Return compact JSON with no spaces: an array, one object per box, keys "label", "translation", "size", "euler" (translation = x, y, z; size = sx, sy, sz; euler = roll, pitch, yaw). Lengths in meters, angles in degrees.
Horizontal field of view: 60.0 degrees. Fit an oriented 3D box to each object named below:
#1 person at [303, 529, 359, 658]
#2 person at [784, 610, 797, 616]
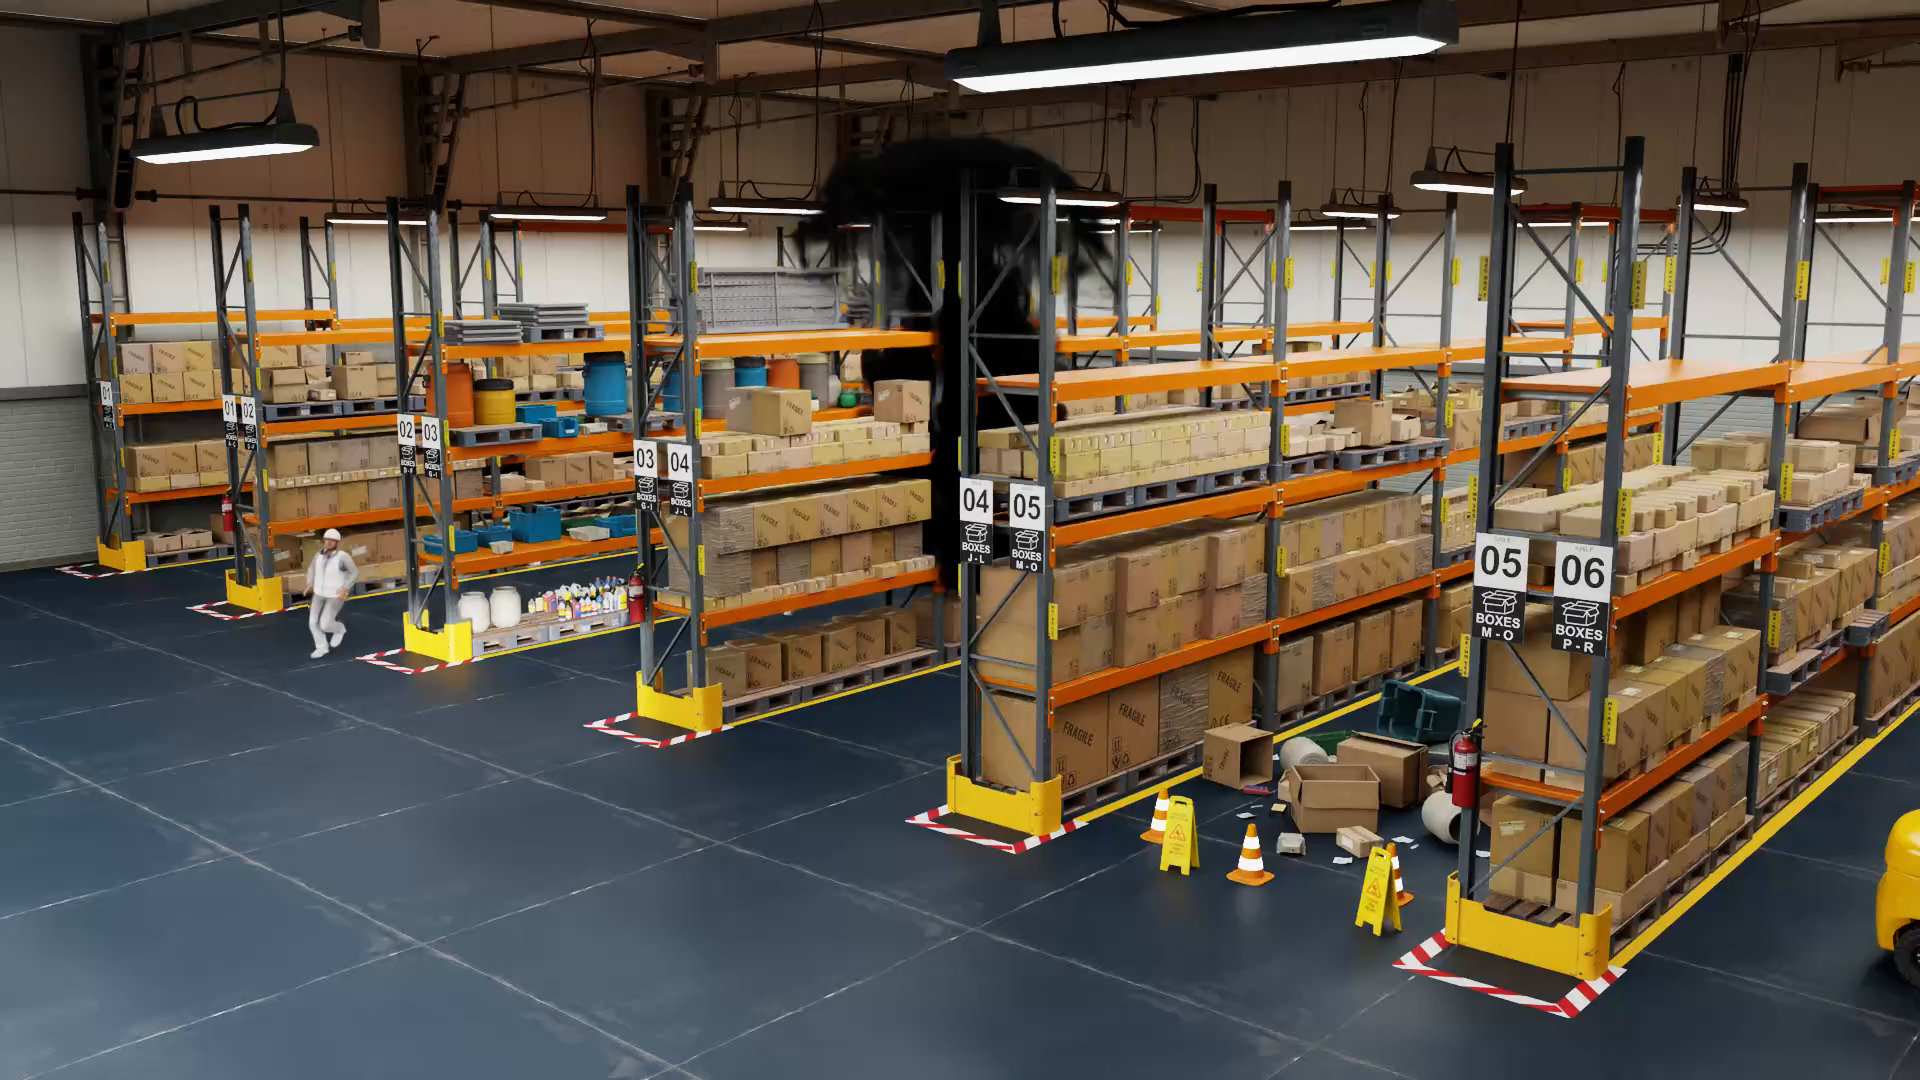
[{"label":"person","translation":[-8.312,0.701,21.985],"size":[0.704,1.724,0.543],"euler":[2,10,14]},{"label":"person","translation":[-2.397,0.234,23.206],"size":[0.608,1.648,0.507],"euler":[6,11,34]}]
